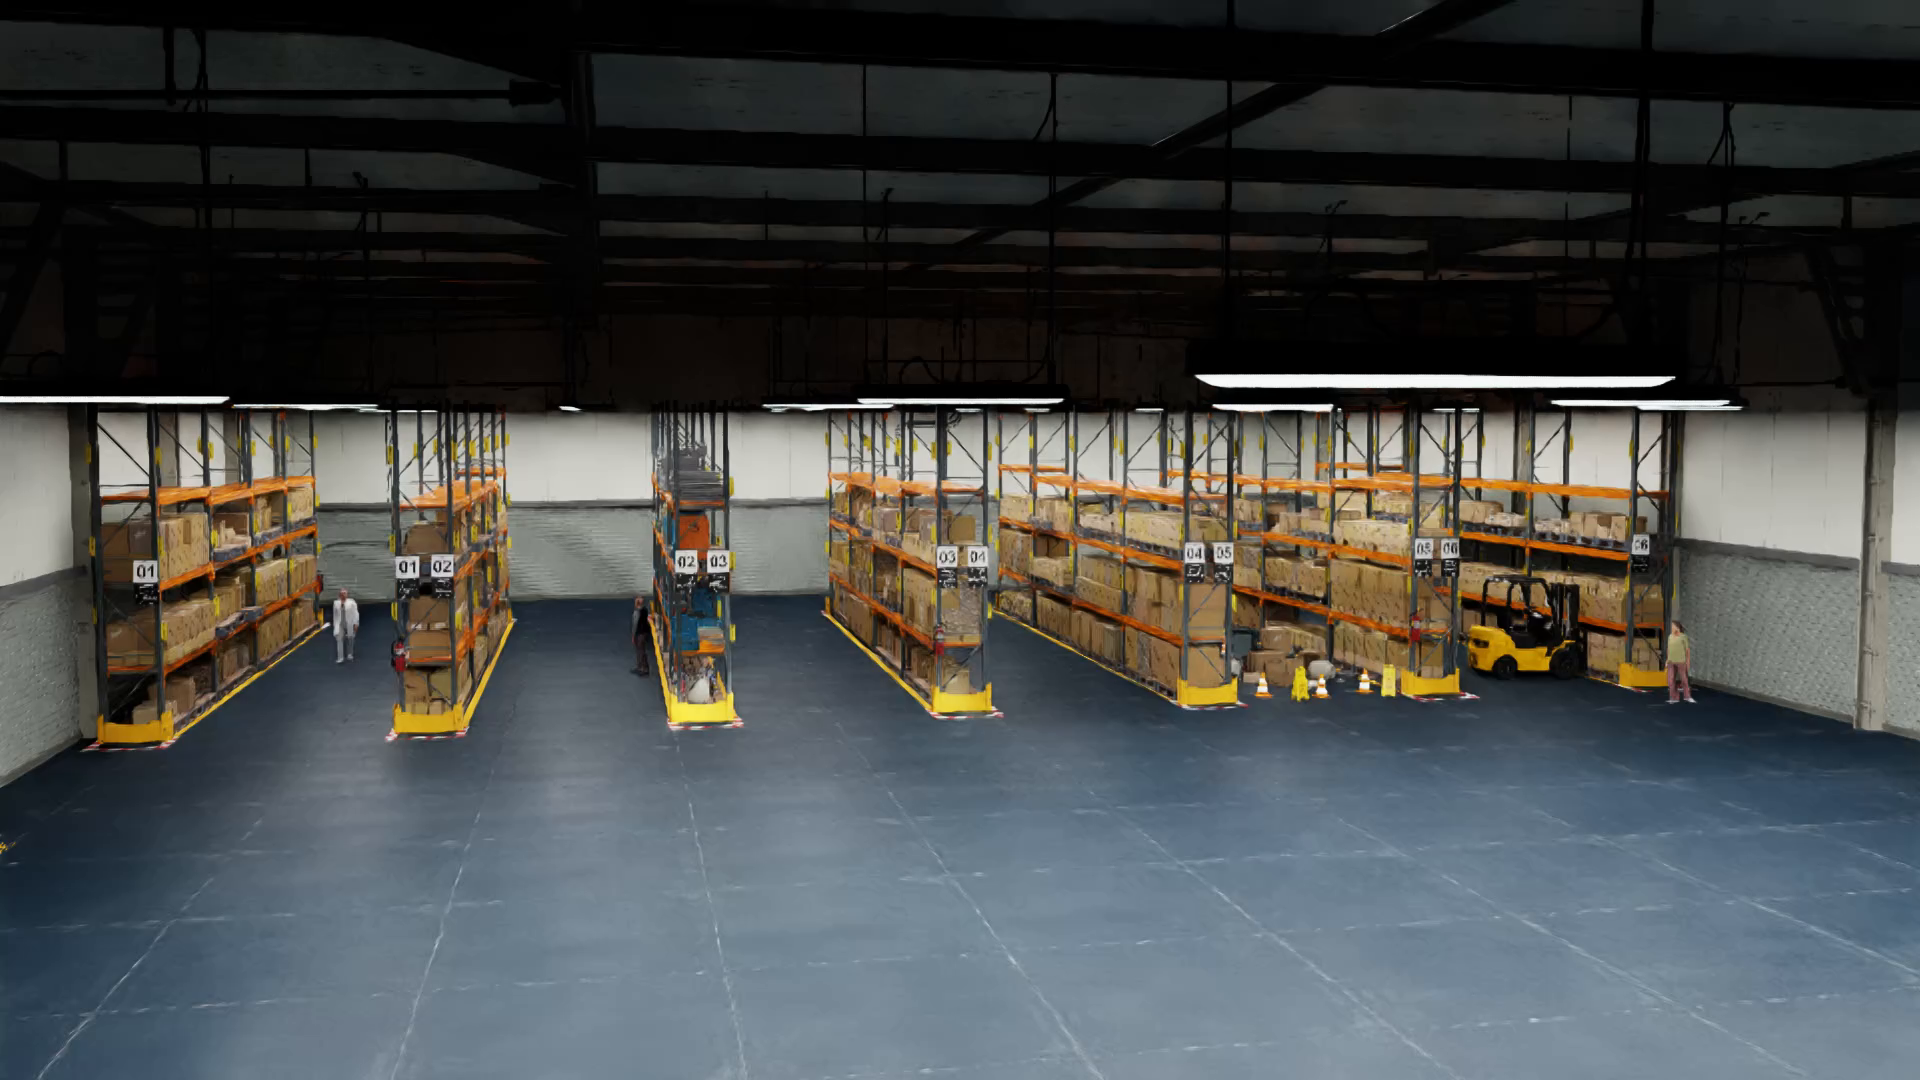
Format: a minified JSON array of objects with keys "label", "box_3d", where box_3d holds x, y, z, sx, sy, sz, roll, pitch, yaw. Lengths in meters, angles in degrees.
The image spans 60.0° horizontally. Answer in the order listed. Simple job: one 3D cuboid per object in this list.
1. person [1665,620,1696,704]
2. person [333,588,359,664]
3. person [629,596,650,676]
[{"label":"person","box_3d":[14.299,2.412,33.023,0.543,1.664,0.566,-4,6,-40]},{"label":"person","box_3d":[-14.166,1.969,38.338,0.599,1.725,1.110,-1,4,-13]},{"label":"person","box_3d":[-7.068,2.099,36.587,0.581,1.707,0.640,1,4,11]}]
